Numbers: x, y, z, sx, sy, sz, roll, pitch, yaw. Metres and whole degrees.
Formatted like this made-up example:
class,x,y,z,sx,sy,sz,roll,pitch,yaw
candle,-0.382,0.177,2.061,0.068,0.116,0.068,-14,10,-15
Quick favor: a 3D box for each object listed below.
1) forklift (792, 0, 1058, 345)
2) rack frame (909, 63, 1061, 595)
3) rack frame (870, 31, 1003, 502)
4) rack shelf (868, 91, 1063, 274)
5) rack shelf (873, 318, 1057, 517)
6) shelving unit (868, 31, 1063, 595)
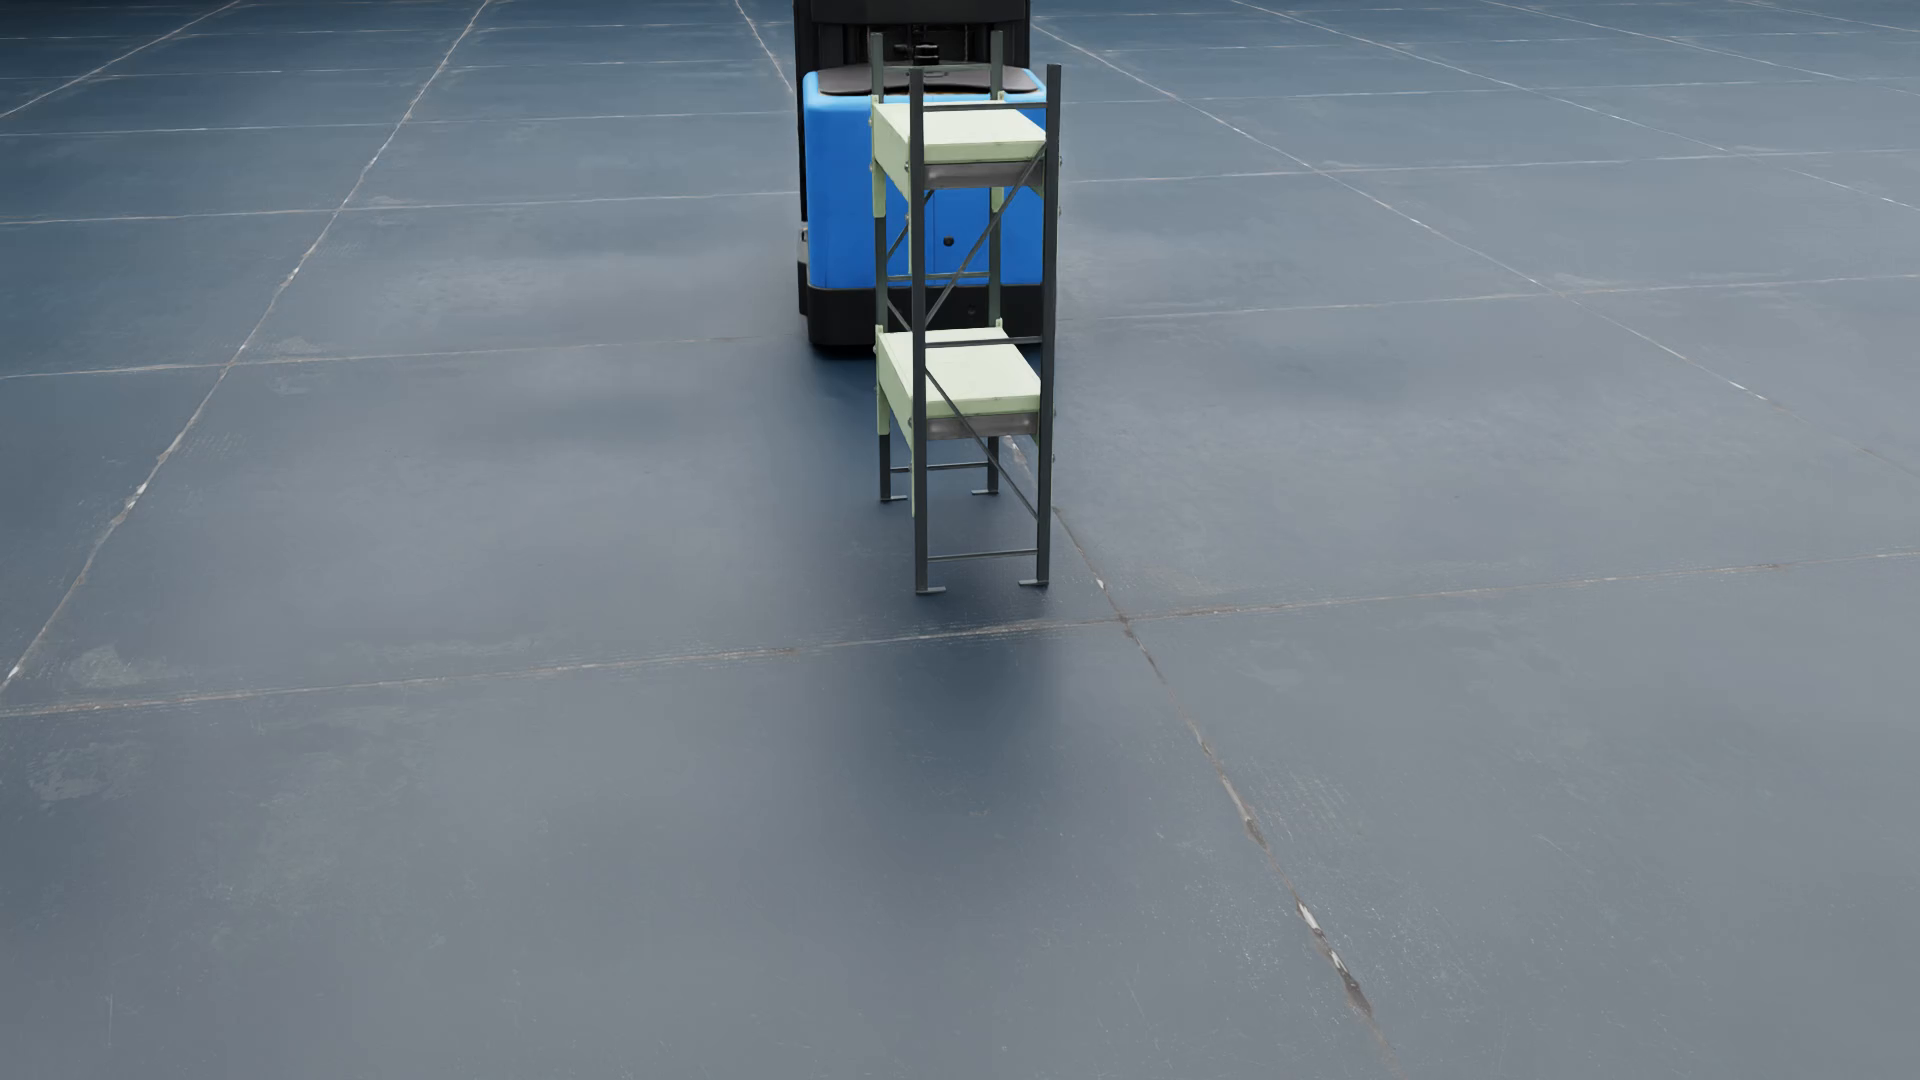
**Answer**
class,x,y,z,sx,sy,sz,roll,pitch,yaw
forklift,-0.245,-2.706,7.784,1.130,2.935,3.031,-2,24,-5
rack frame,0.066,-0.546,4.626,0.400,1.500,0.023,-4,24,-10
rack frame,-0.069,-0.834,5.285,0.400,1.500,0.023,-4,24,-10
rack shelf,-0.001,-1.048,4.800,0.431,0.370,0.720,-4,24,-10
rack shelf,-0.001,-0.391,5.086,0.431,0.370,0.720,-4,24,-10
shelving unit,-0.001,-0.690,4.956,0.431,1.500,0.755,-4,24,-10
